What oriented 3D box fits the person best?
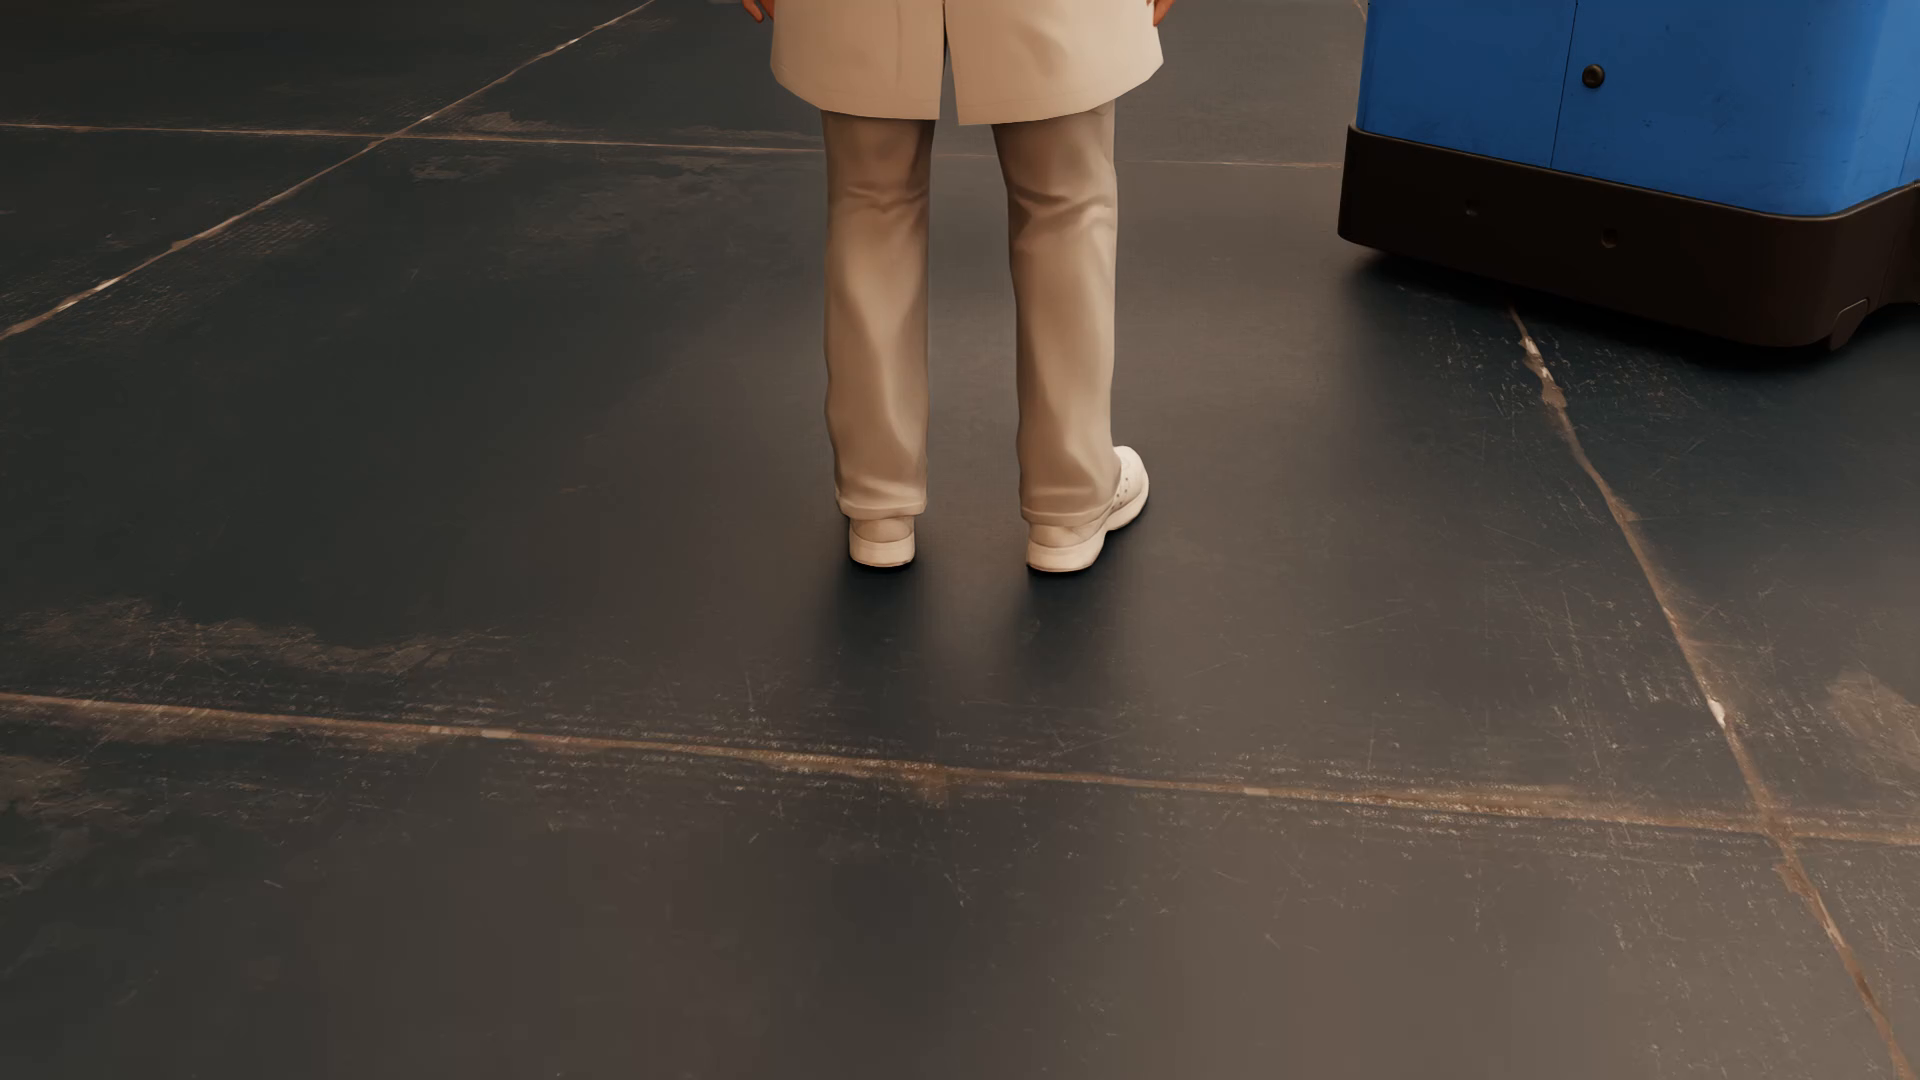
[{"bbox_3d":[-0.005,-0.808,2.133,0.644,1.773,0.431,3,27,5],"label":"person"}]

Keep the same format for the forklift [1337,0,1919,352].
[{"bbox_3d":[2.274,-2.205,3.638,3.031,2.935,1.130,-22,34,-37],"label":"forklift"}]
